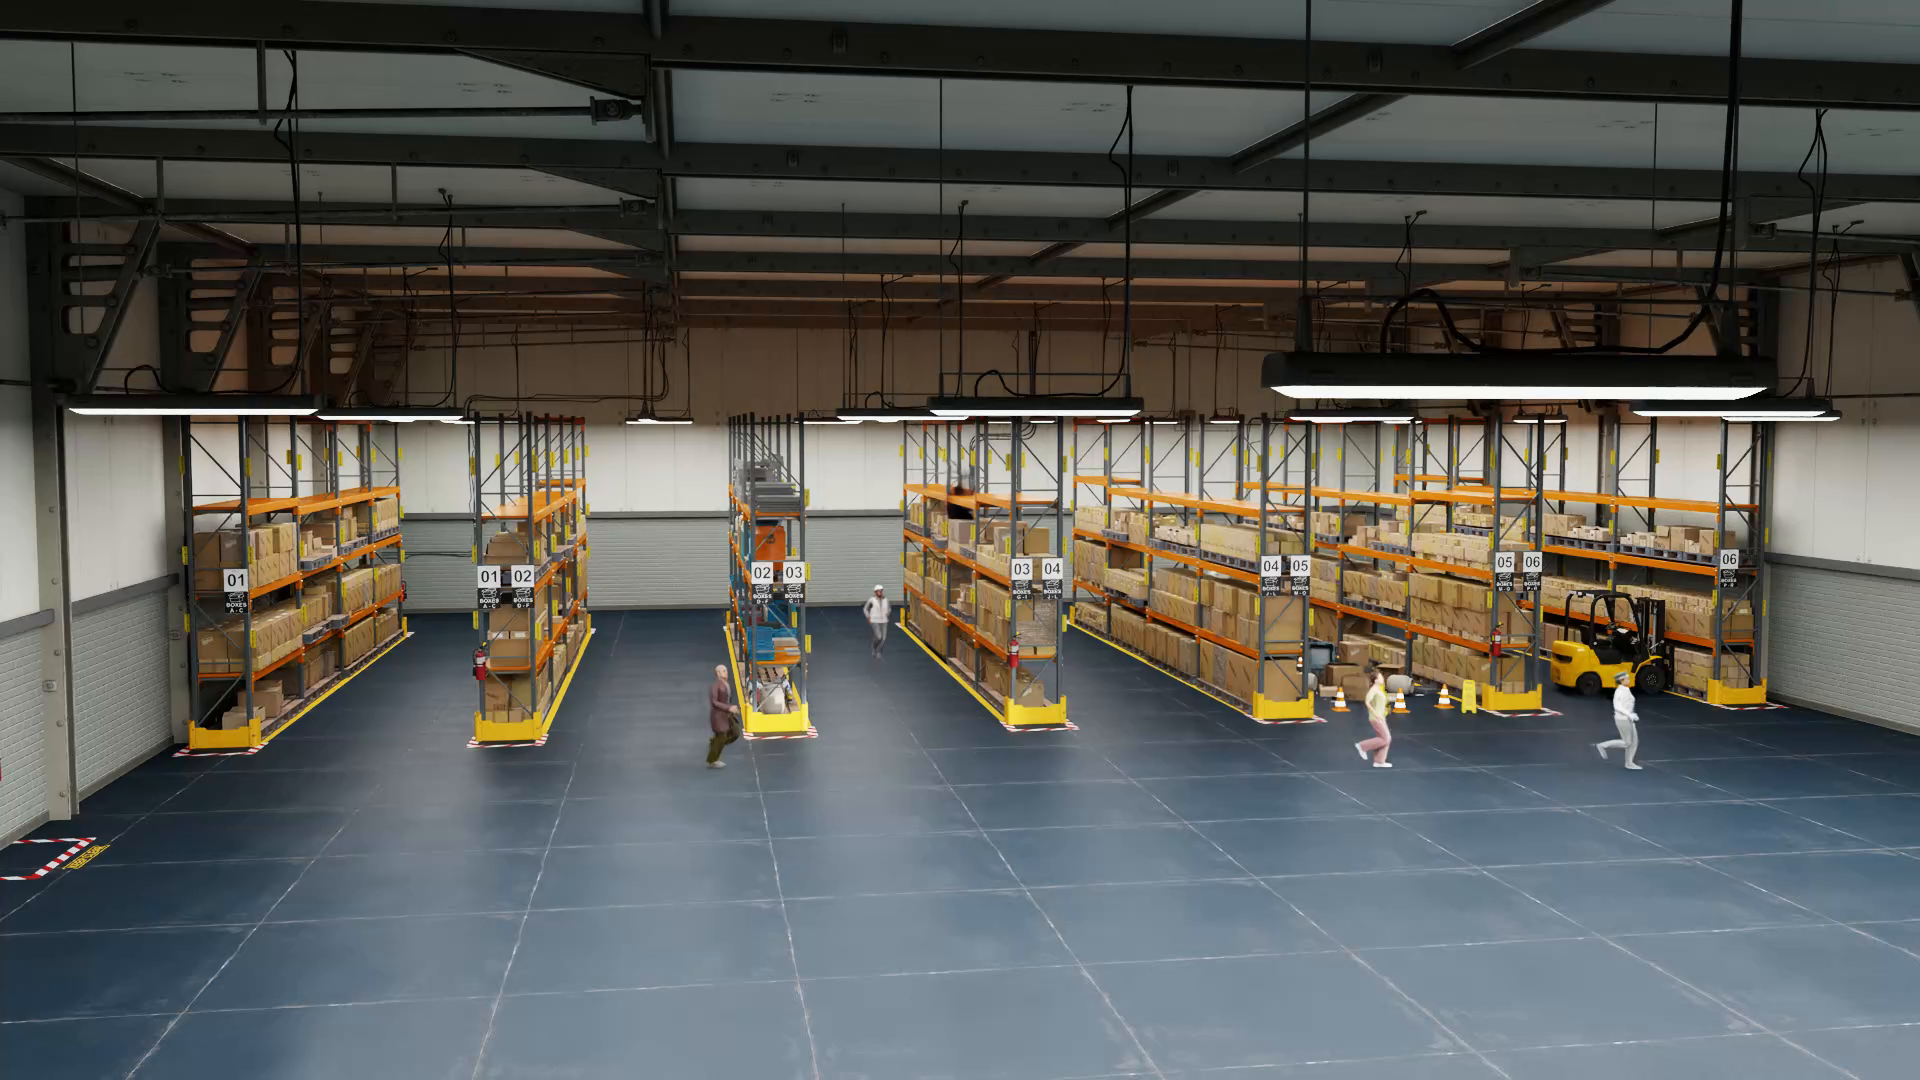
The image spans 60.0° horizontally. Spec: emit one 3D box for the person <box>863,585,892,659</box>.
[{"bbox_3d":[-1.878,1.924,38.869,0.652,1.744,0.544,-2,4,-24],"label":"person"}]

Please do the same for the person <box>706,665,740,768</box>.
[{"bbox_3d":[-3.967,2.955,27.952,0.694,1.732,0.731,1,4,19],"label":"person"}]

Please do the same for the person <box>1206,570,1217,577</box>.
[{"bbox_3d":[7.657,1.460,50.612,0.869,1.673,0.654,0,4,0],"label":"person"}]

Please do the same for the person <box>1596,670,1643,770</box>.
[{"bbox_3d":[11.072,3.001,27.849,0.729,1.667,0.615,2,4,29],"label":"person"}]

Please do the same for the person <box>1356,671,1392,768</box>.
[{"bbox_3d":[6.975,3.012,27.967,0.597,1.615,0.596,1,4,20],"label":"person"}]
